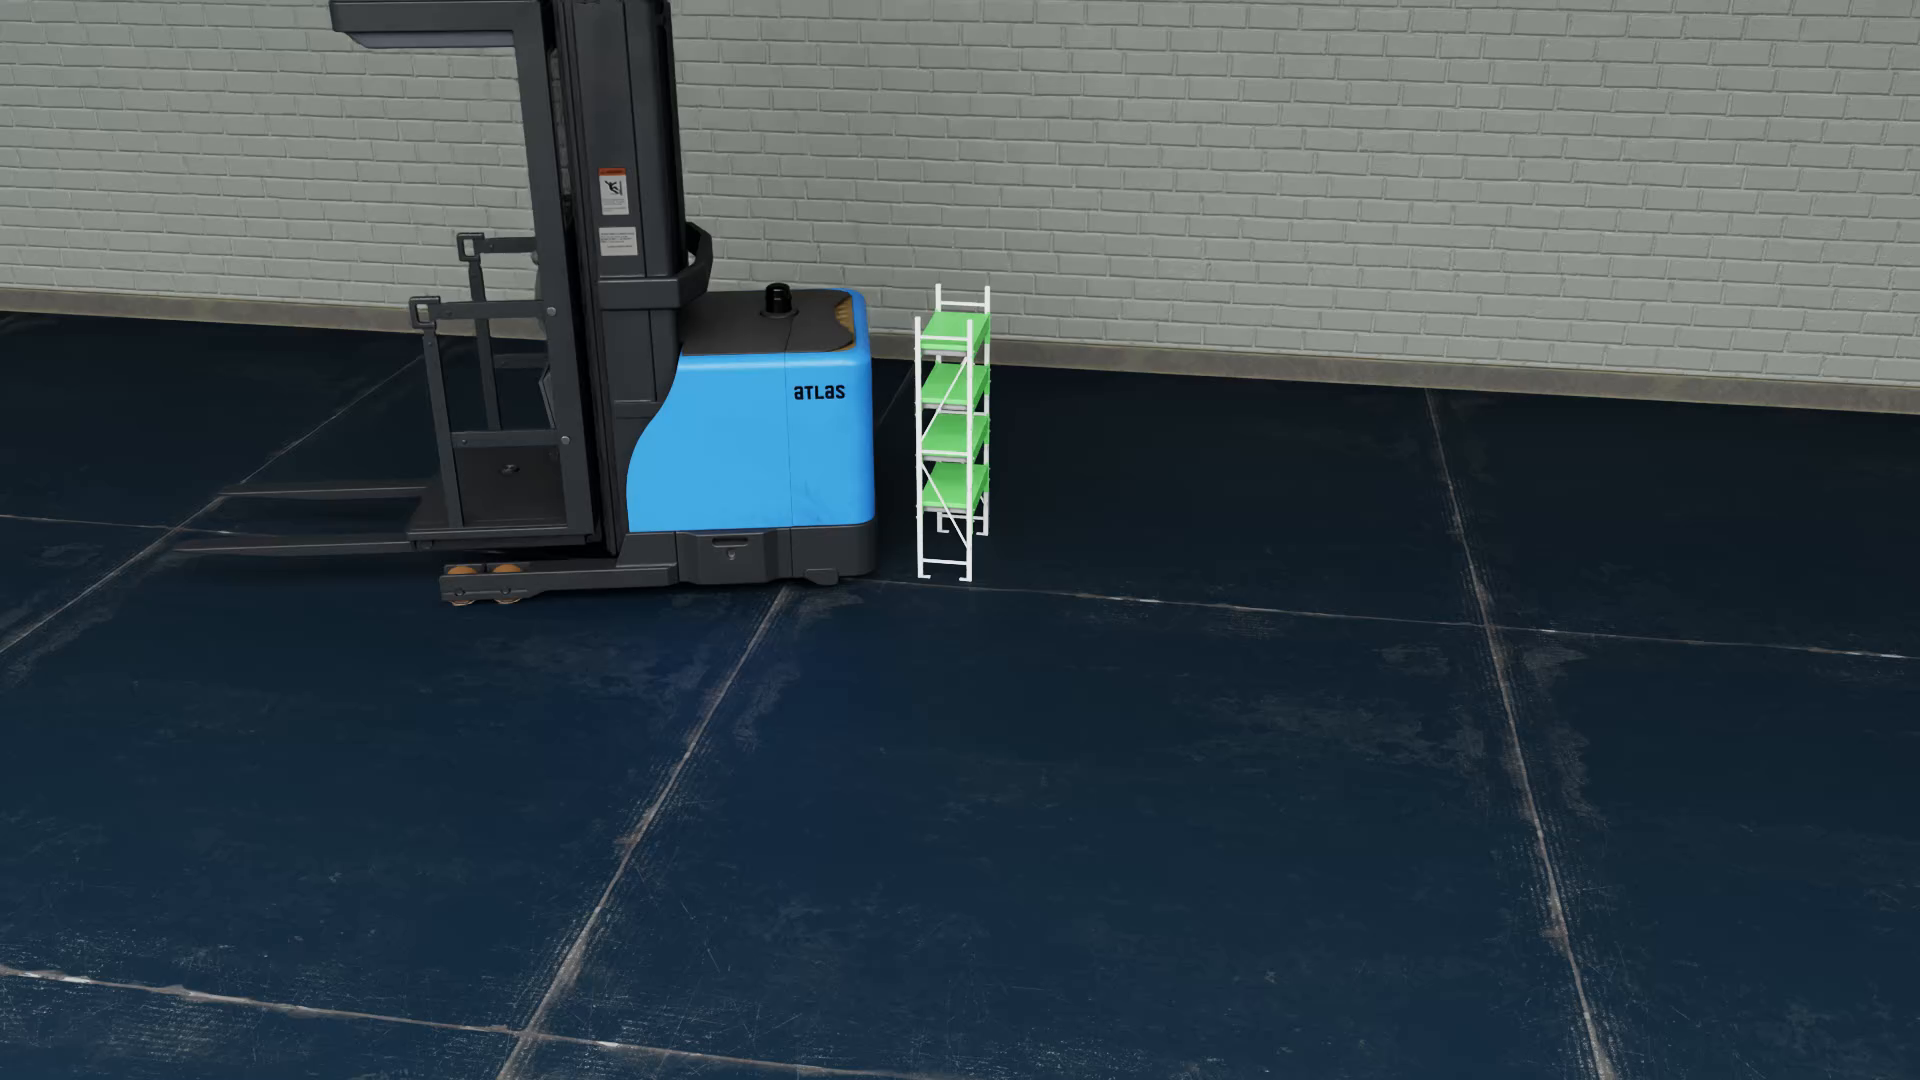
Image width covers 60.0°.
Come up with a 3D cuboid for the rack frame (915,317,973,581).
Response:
[{"bbox_3d":[-0.067,-0.372,7.130,0.240,1.200,0.015,4,25,9],"label":"rack frame"}]

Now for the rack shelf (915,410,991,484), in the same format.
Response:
[{"bbox_3d":[-0.027,-0.416,7.375,0.258,0.148,0.480,4,25,9],"label":"rack shelf"}]

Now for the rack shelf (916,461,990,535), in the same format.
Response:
[{"bbox_3d":[-0.027,-0.199,7.477,0.258,0.148,0.480,4,25,9],"label":"rack shelf"}]

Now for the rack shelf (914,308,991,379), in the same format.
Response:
[{"bbox_3d":[-0.027,-0.851,7.171,0.258,0.148,0.480,4,25,9],"label":"rack shelf"}]

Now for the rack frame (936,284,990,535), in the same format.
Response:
[{"bbox_3d":[0.013,-0.576,7.566,0.240,1.200,0.015,4,25,9],"label":"rack frame"}]

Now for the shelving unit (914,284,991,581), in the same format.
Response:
[{"bbox_3d":[-0.027,-0.474,7.348,0.258,1.200,0.503,4,25,9],"label":"shelving unit"}]

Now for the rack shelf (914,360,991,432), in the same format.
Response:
[{"bbox_3d":[-0.027,-0.634,7.273,0.258,0.148,0.480,4,25,9],"label":"rack shelf"}]

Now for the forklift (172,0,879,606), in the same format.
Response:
[{"bbox_3d":[-1.902,-1.279,7.025,3.031,2.935,1.130,-2,25,-4],"label":"forklift"}]
